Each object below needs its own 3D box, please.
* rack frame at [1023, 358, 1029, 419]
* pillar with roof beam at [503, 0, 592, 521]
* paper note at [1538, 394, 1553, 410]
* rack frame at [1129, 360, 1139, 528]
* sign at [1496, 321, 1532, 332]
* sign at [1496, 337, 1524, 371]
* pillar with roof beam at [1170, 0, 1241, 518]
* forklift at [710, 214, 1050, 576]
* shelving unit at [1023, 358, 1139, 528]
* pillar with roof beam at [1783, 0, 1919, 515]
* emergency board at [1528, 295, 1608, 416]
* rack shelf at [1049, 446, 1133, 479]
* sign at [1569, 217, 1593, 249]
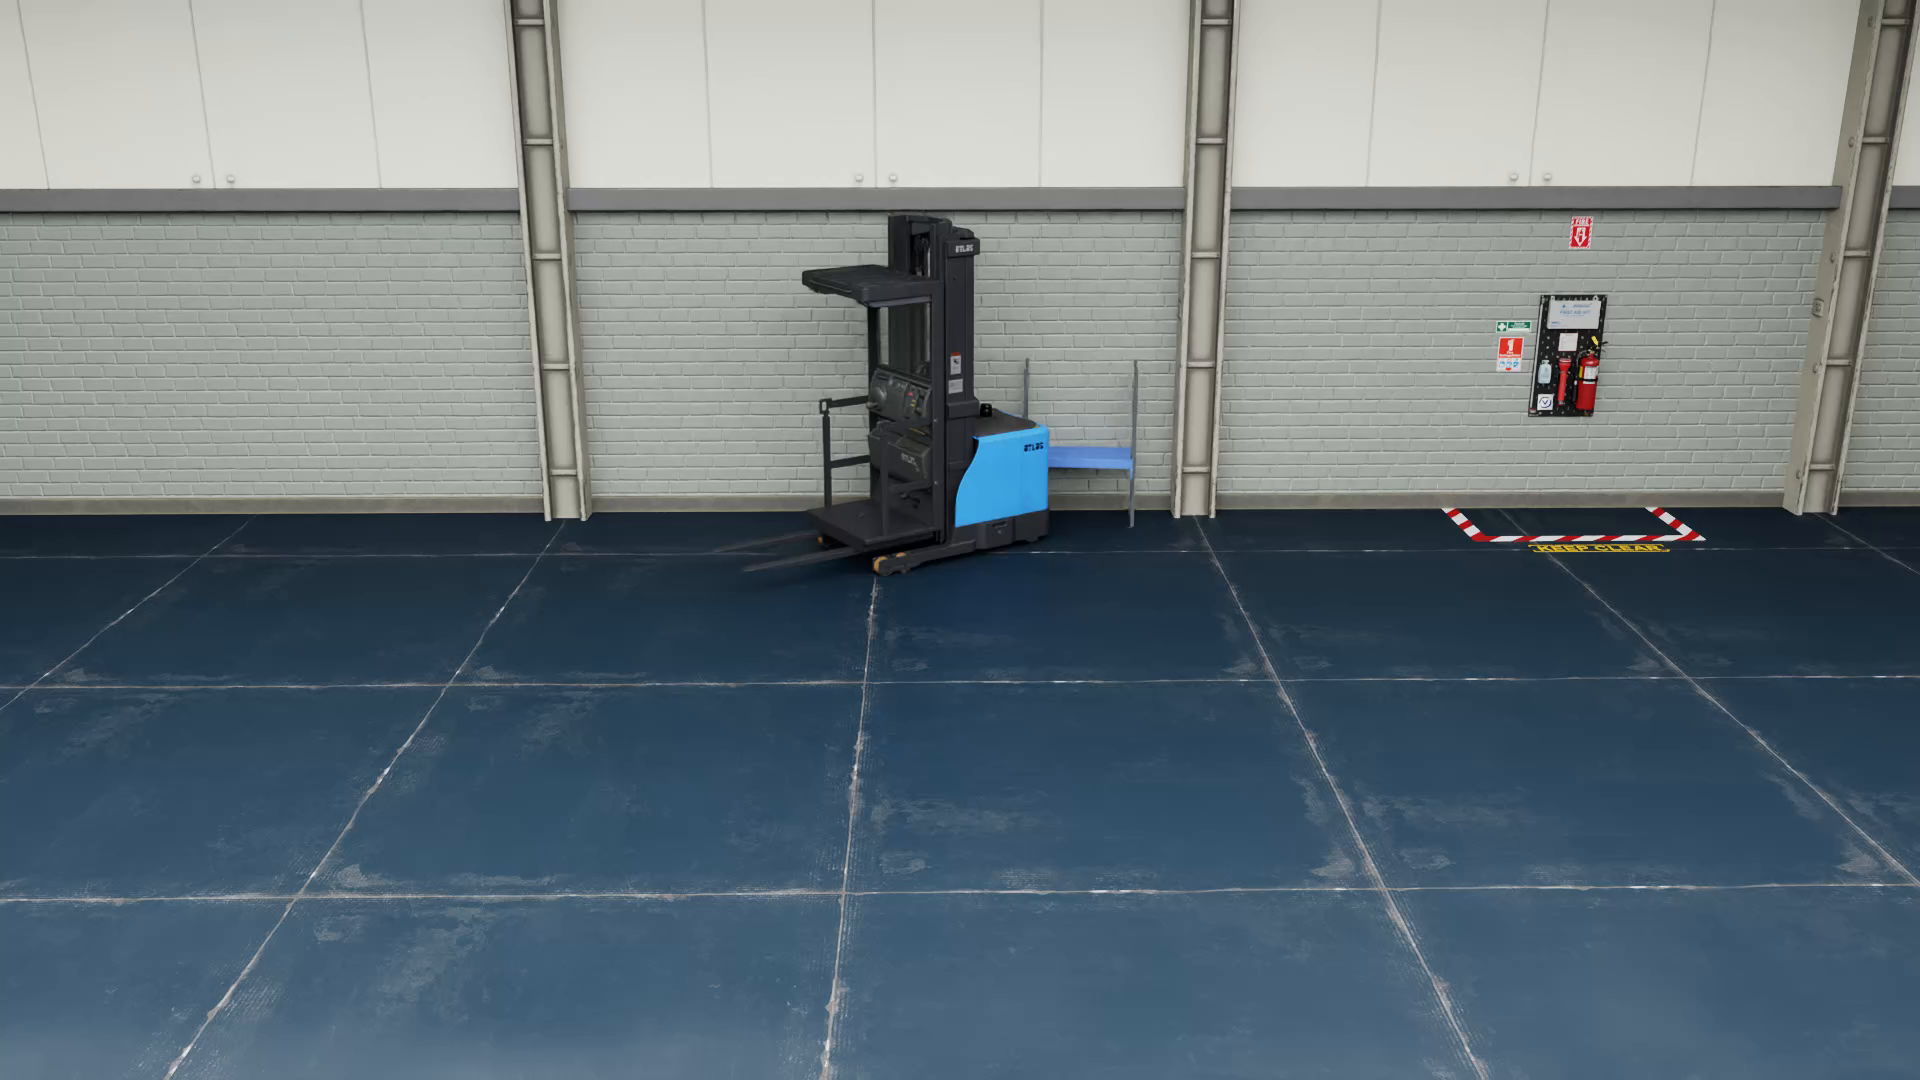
[{"bbox_3d":[0.616,-0.928,15.681,0.032,1.500,0.500,1,17,4],"label":"rack frame"},{"bbox_3d":[-3.687,-3.201,10.496,0.400,9.000,9.100,0,18,-1],"label":"pillar with roof beam"},{"bbox_3d":[5.594,-1.317,15.888,0.142,0.148,0.016,0,18,-1],"label":"paper note"},{"bbox_3d":[1.630,-0.906,15.611,0.032,1.500,0.500,1,17,4],"label":"rack frame"},{"bbox_3d":[5.223,-2.012,15.686,0.331,0.109,0.001,0,18,-1],"label":"sign"},{"bbox_3d":[5.218,-1.763,15.775,0.234,0.329,0.001,0,18,-1],"label":"sign"},{"bbox_3d":[2.313,-3.230,10.586,0.400,9.000,9.100,0,18,-1],"label":"pillar with roof beam"},{"bbox_3d":[-0.695,-1.267,14.400,3.031,2.935,1.130,-11,21,-32],"label":"forklift"},{"bbox_3d":[1.123,-0.917,15.646,1.048,1.500,0.538,1,17,4],"label":"shelving unit"},{"bbox_3d":[8.312,-3.259,10.677,0.400,9.000,9.100,0,18,-1],"label":"pillar with roof beam"},{"bbox_3d":[5.772,-1.717,15.691,0.643,1.169,0.194,0,18,-1],"label":"emergency board"},{"bbox_3d":[1.123,-0.745,15.699,1.000,0.185,0.538,1,17,4],"label":"rack shelf"},{"bbox_3d":[5.763,-2.851,15.431,0.199,0.298,0.001,0,18,-1],"label":"sign"}]
